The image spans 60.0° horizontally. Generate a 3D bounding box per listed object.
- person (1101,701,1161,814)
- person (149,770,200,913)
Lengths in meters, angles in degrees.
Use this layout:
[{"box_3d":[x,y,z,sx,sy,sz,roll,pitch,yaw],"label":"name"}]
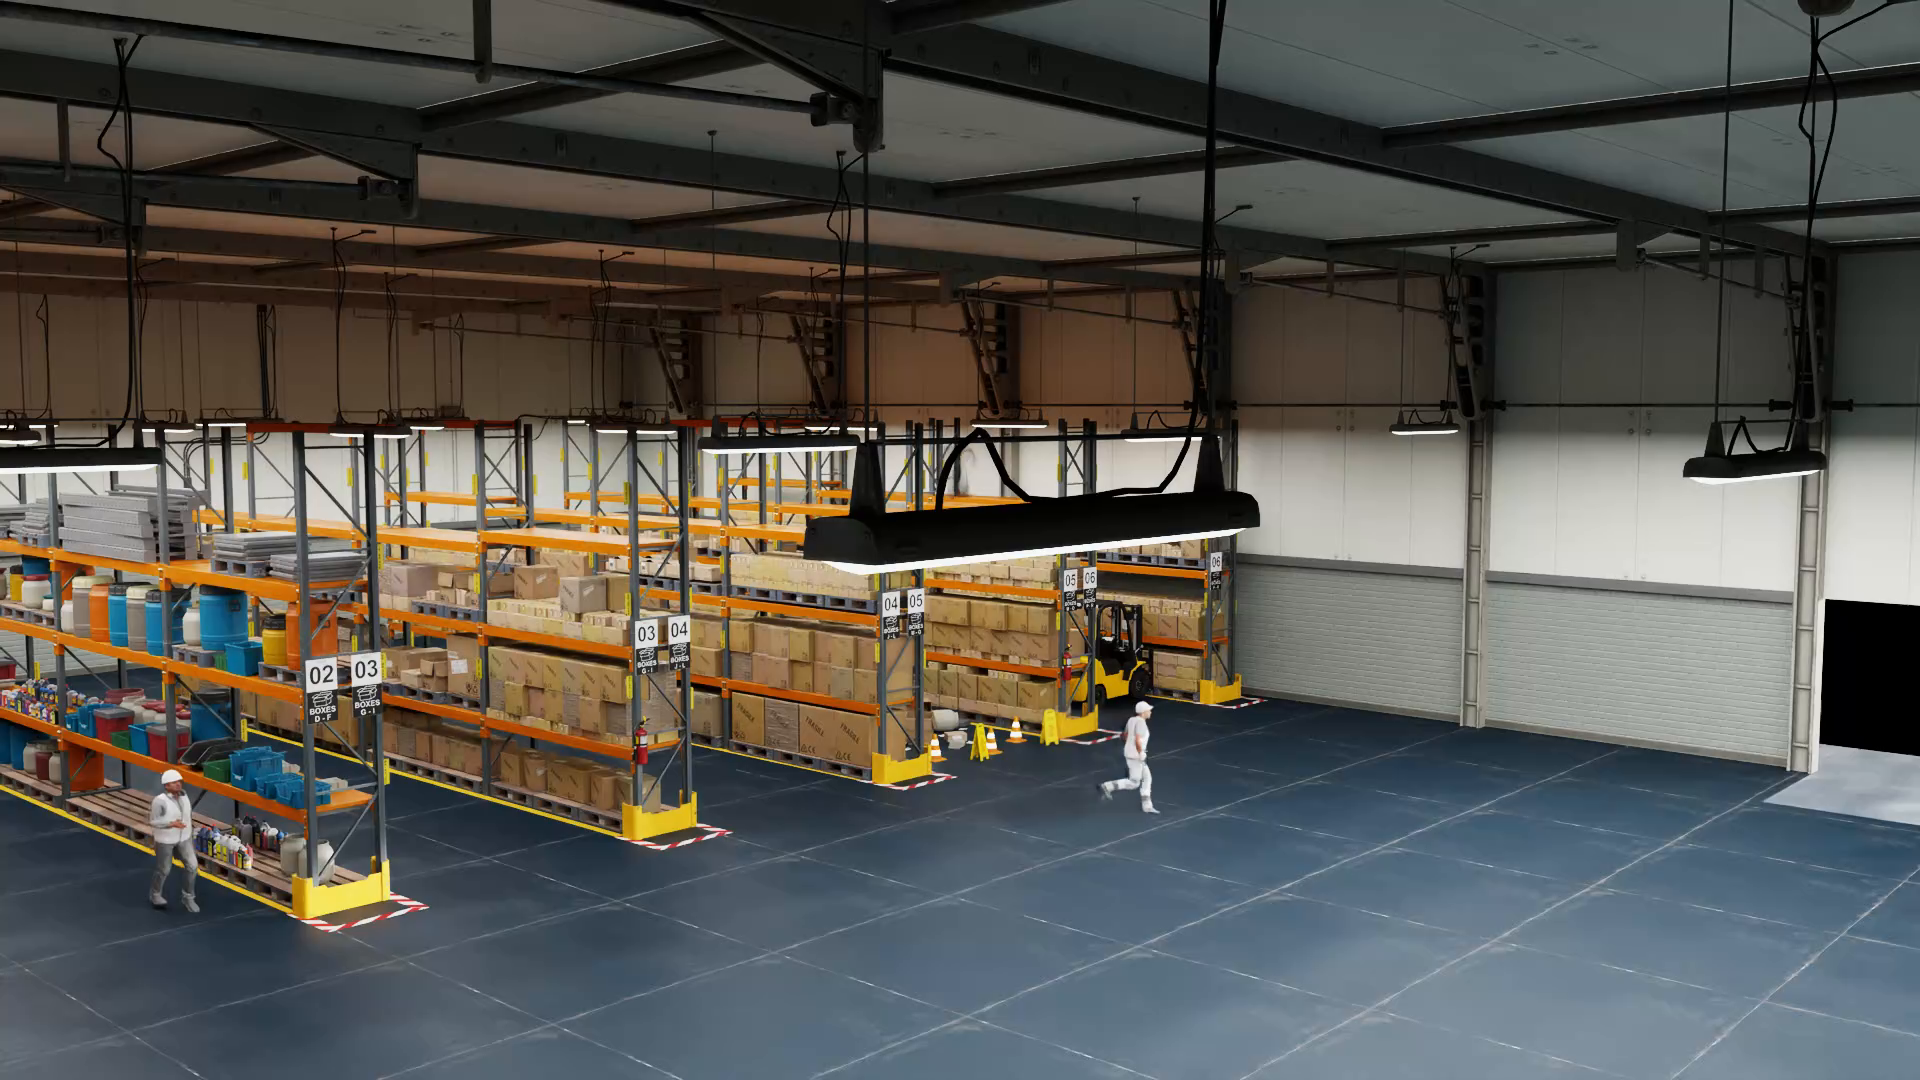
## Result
[{"box_3d":[2.643,3.378,25.717,0.941,1.767,0.664,0,5,-3],"label":"person"},{"box_3d":[-9.825,3.758,20.733,0.832,1.822,0.598,3,6,35],"label":"person"}]
